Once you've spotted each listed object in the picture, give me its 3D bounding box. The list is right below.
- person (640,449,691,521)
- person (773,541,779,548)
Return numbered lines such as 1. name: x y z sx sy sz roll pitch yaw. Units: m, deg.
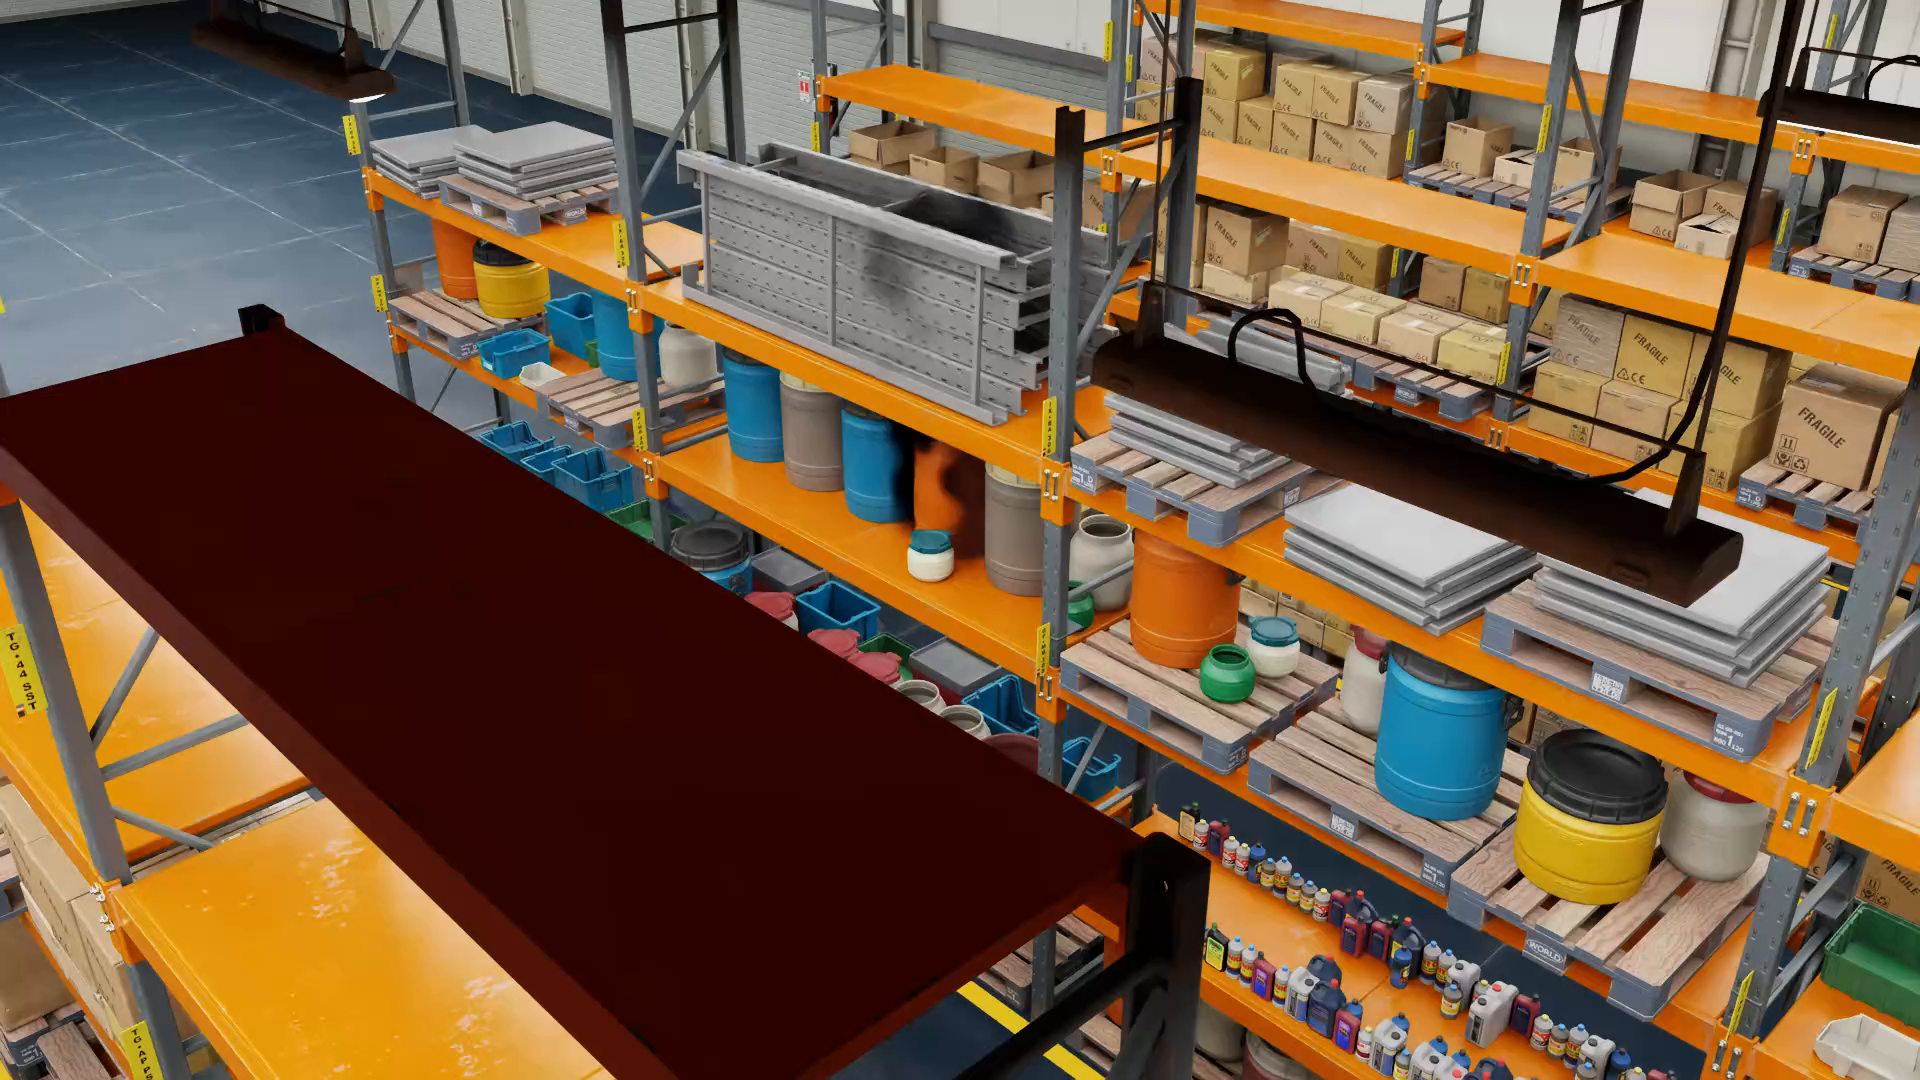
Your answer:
1. person: -2.947 -0.742 16.562 0.731 1.642 0.608 21 35 34
2. person: -1.432 0.011 15.085 0.668 1.644 0.580 -24 36 -37
